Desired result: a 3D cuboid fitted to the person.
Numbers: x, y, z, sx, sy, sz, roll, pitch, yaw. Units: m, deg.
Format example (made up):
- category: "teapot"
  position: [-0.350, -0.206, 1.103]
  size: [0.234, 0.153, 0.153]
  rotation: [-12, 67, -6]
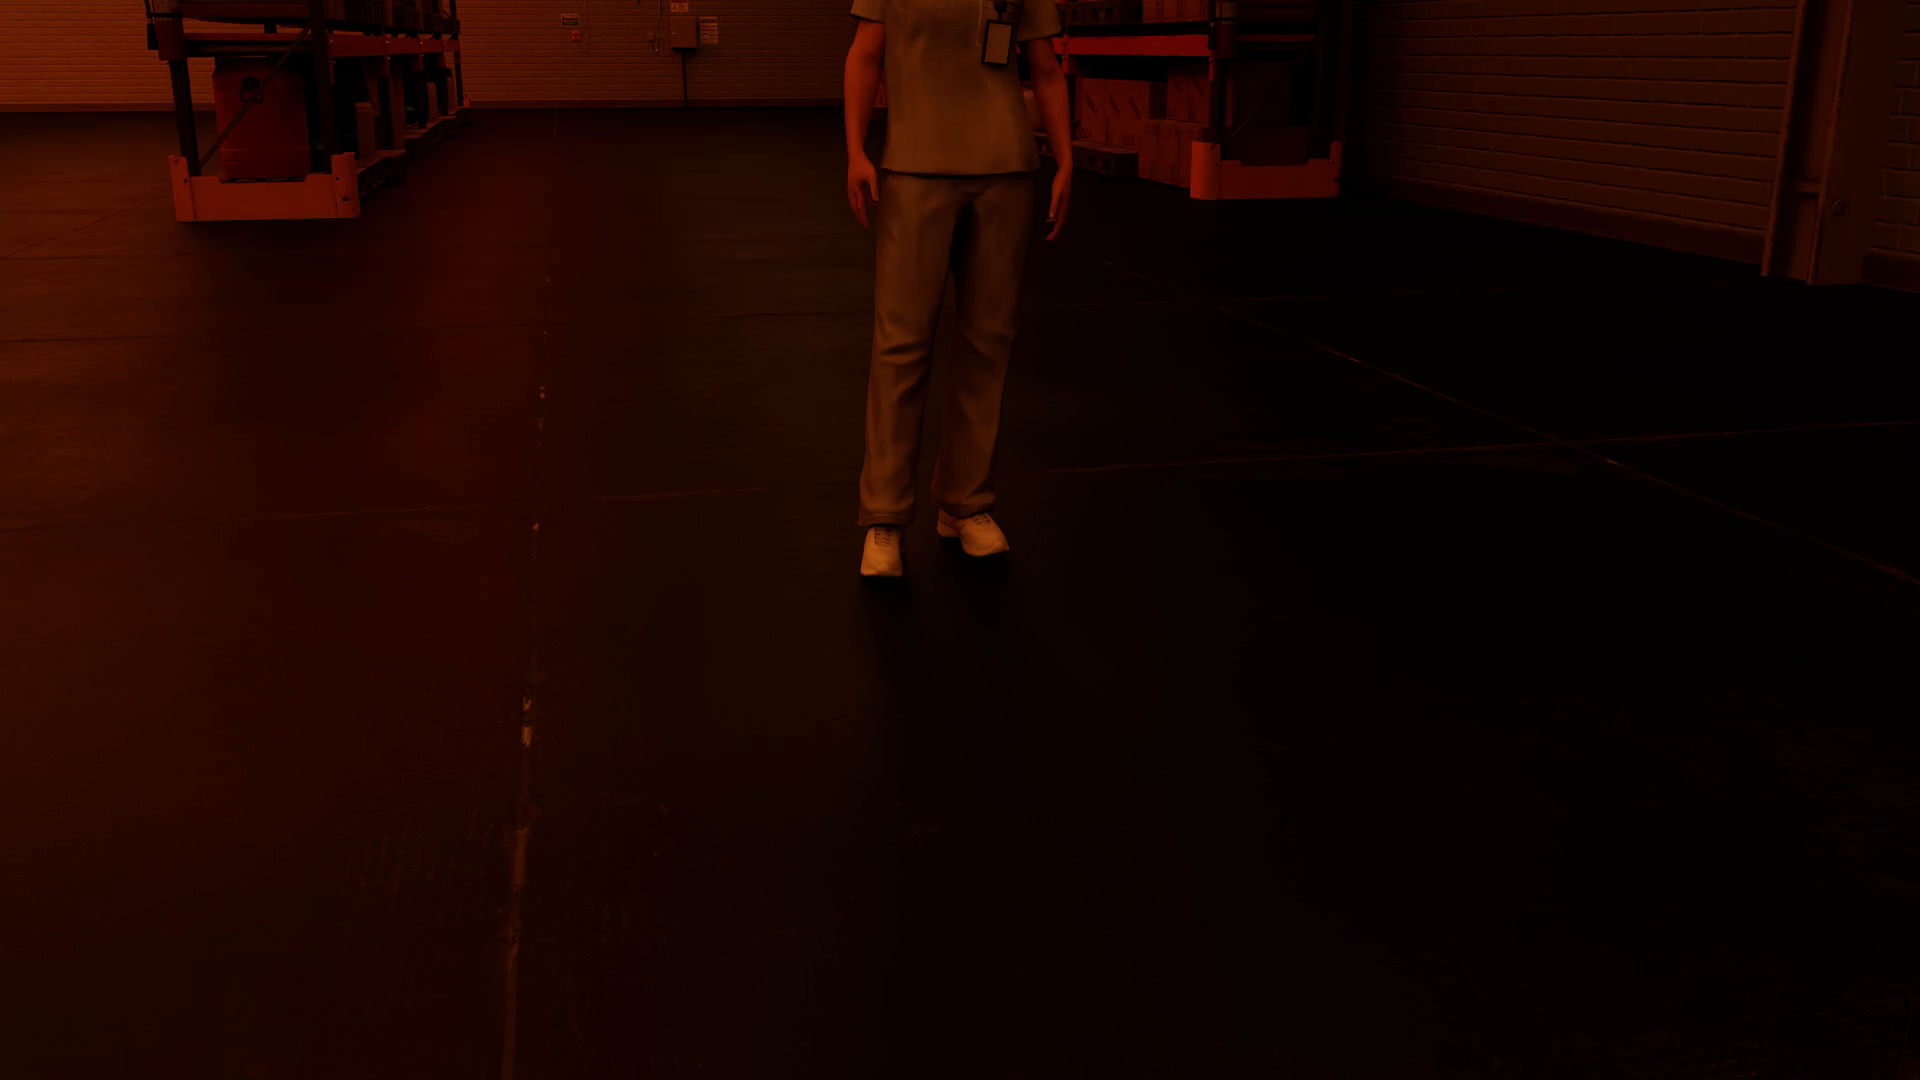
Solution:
- category: "person"
  position: [0.003, -0.789, 3.703]
  size: [0.549, 1.673, 0.548]
  rotation: [-4, 17, -12]
